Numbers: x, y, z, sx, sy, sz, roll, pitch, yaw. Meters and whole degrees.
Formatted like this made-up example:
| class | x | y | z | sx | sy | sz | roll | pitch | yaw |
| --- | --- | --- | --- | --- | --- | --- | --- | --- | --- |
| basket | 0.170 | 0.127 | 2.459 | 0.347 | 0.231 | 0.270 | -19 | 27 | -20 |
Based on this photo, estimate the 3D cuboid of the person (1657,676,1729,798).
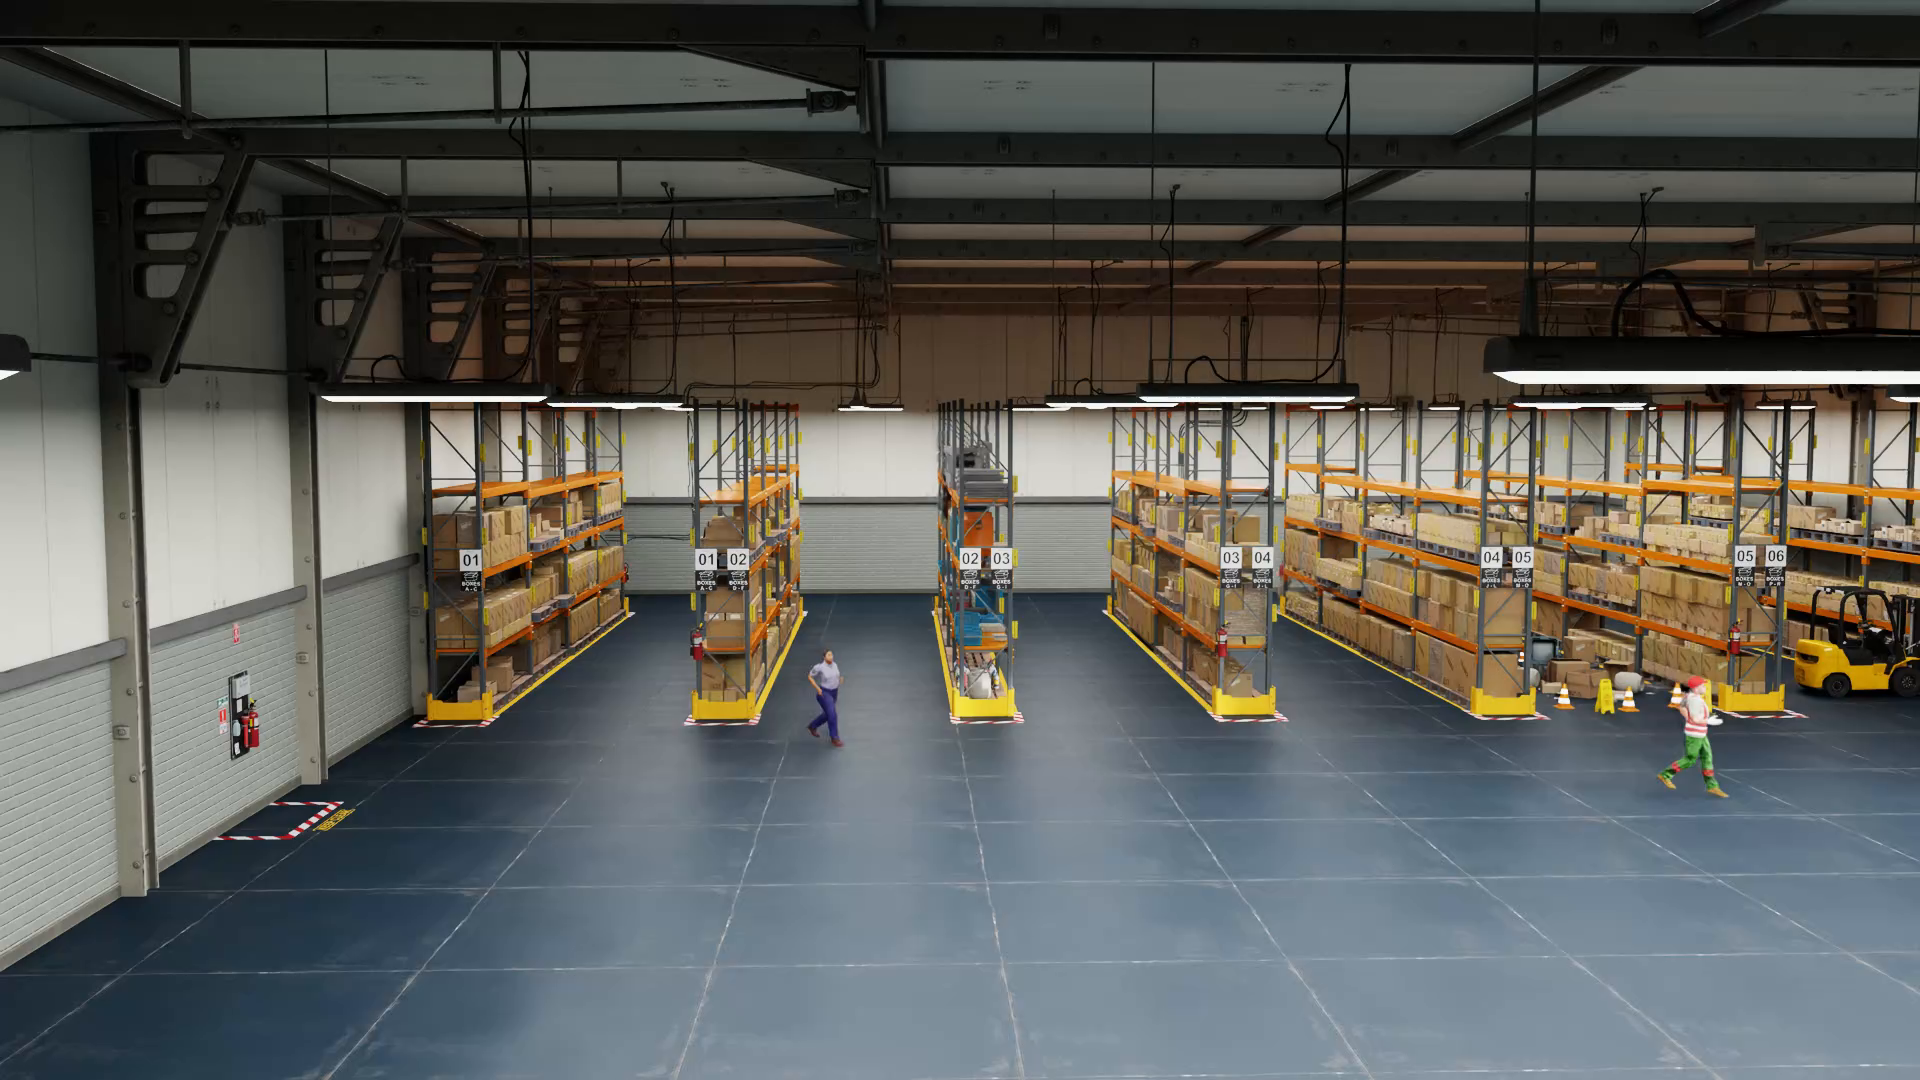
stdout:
| class | x | y | z | sx | sy | sz | roll | pitch | yaw |
| --- | --- | --- | --- | --- | --- | --- | --- | --- | --- |
| person | 10.974 | 2.926 | 24.843 | 0.987 | 1.799 | 0.653 | 2 | 5 | 27 |

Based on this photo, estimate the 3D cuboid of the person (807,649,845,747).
| class | x | y | z | sx | sy | sz | roll | pitch | yaw |
| --- | --- | --- | --- | --- | --- | --- | --- | --- | --- |
| person | -2.307 | 2.716 | 28.875 | 0.850 | 1.669 | 0.592 | 3 | 5 | 35 |

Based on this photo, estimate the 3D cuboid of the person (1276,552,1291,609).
| class | x | y | z | sx | sy | sz | roll | pitch | yaw |
| --- | --- | --- | --- | --- | --- | --- | --- | --- | --- |
| person | 9.606 | 1.178 | 48.944 | 0.681 | 1.713 | 0.700 | 0 | 4 | -1 |

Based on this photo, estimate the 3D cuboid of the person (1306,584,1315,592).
| class | x | y | z | sx | sy | sz | roll | pitch | yaw |
| --- | --- | --- | --- | --- | --- | --- | --- | --- | --- |
| person | 10.394 | 1.147 | 48.953 | 0.574 | 1.713 | 0.711 | 3 | 6 | 39 |
